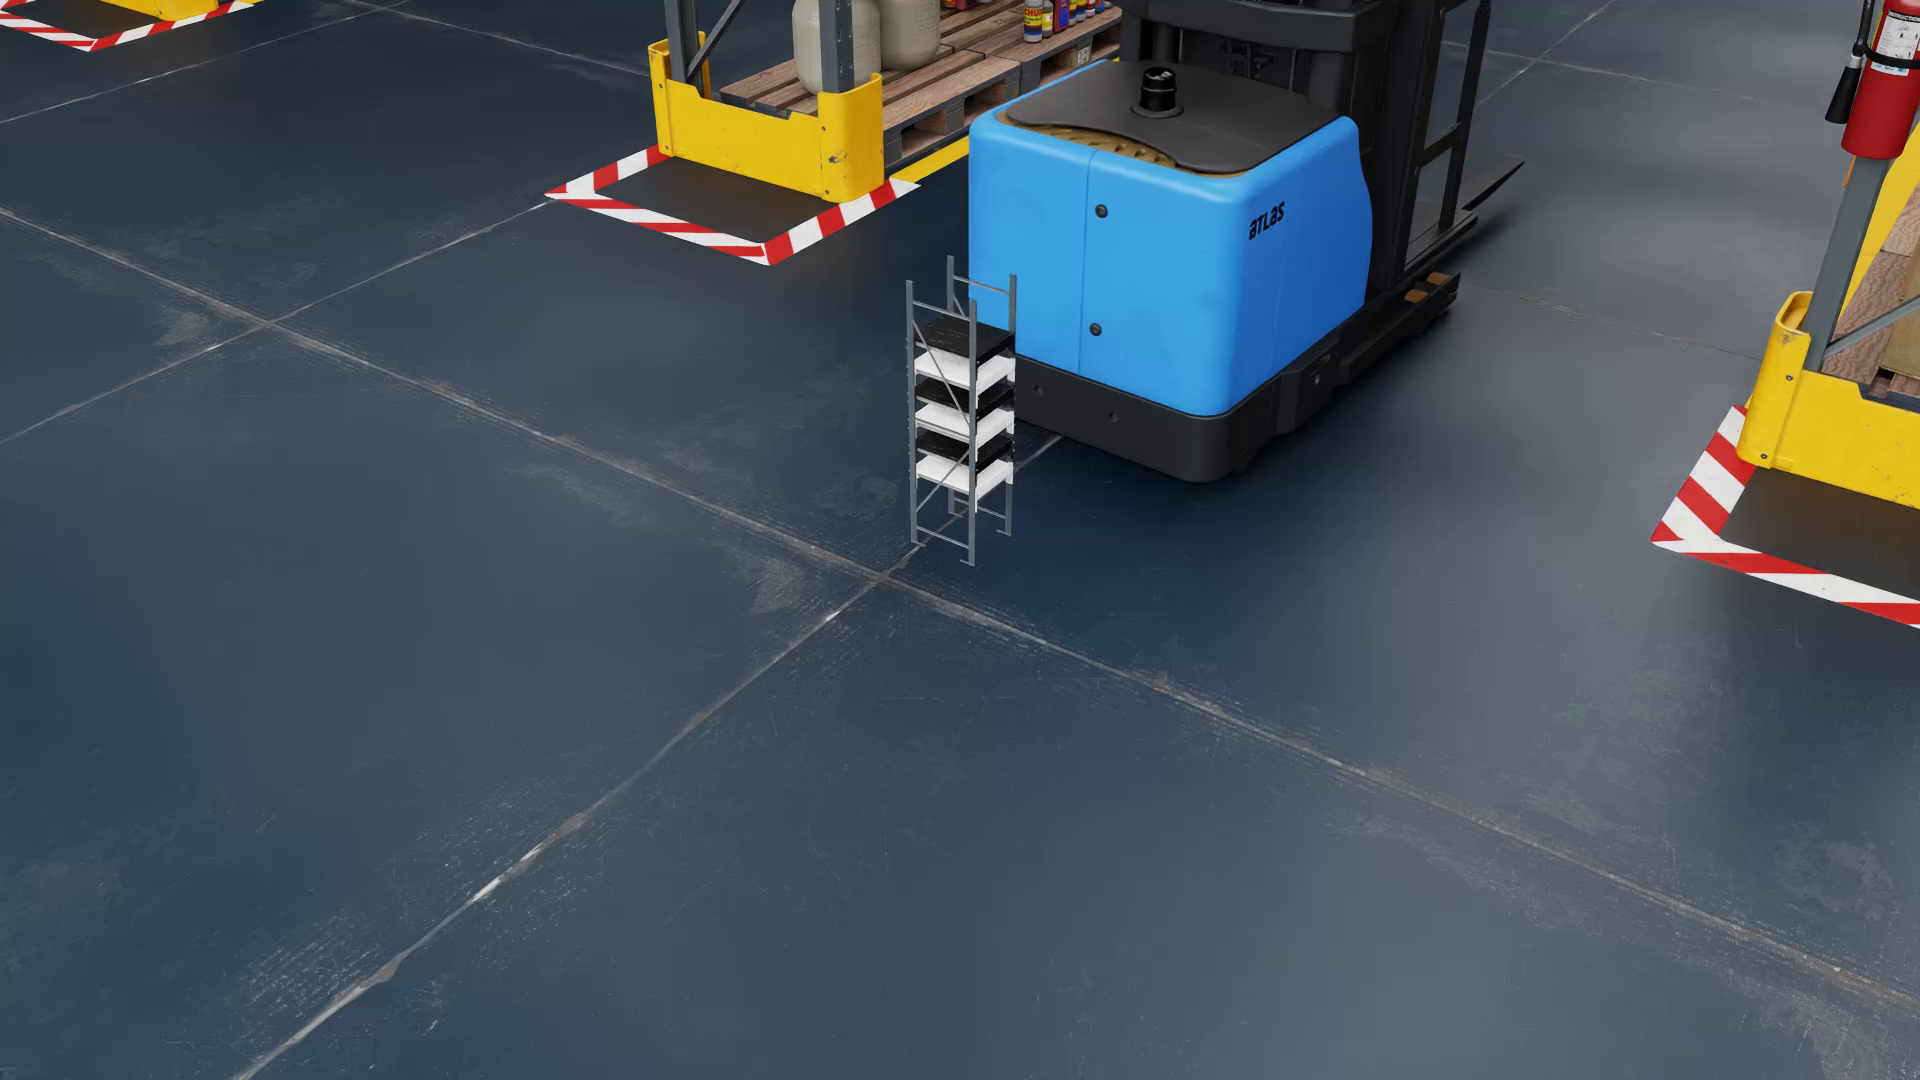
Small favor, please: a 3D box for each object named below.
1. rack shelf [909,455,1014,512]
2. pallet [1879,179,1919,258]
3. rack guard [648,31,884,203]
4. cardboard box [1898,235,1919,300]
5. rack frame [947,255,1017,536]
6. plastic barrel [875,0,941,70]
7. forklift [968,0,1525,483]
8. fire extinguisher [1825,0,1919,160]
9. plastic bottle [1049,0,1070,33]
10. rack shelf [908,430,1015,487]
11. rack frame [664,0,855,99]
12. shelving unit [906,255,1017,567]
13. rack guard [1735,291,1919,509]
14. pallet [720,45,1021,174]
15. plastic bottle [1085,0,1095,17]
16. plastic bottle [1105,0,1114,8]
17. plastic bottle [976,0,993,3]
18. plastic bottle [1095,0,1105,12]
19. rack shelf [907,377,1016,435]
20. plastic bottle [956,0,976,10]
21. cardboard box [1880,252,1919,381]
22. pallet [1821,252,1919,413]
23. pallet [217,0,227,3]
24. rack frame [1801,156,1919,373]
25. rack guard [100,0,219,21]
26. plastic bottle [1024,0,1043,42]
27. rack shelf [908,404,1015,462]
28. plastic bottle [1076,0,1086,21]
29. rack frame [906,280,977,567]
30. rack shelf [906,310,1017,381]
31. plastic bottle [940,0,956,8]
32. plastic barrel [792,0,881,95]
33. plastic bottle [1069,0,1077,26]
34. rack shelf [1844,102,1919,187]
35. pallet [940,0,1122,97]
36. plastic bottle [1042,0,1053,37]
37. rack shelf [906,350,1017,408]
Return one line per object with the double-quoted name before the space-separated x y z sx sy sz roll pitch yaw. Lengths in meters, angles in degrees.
"rack shelf" 0.005 -0.200 5.123 0.258 0.077 0.200 21 39 28
"pallet" 4.394 -1.182 6.809 1.003 0.211 1.213 21 39 28
"rack guard" -0.902 -1.977 7.727 1.175 0.500 0.348 21 39 28
"cardboard box" 3.845 -1.087 6.036 0.500 0.500 0.500 -25 41 -32
"rack frame" 0.063 -0.423 5.073 0.240 0.900 0.006 21 39 28
"plastic barrel" -0.308 -2.664 8.357 0.421 0.512 0.421 0 34 0
"forklift" 1.311 -2.167 5.838 1.130 2.935 3.031 23 40 30
"fire extinguisher" 2.718 -1.443 4.775 0.296 0.674 0.183 21 39 28
"plastic bottle" 0.527 -2.852 8.822 0.061 0.283 0.133 22 40 29
"rack shelf" 0.005 -0.274 5.073 0.258 0.077 0.200 21 39 28
"rack frame" -0.907 -2.962 6.953 1.000 3.000 0.127 21 39 28
"shelving unit" 0.005 -0.376 5.003 0.258 0.900 0.210 21 39 28
"rack guard" 3.206 -0.380 5.365 1.175 0.500 0.348 21 39 28
"pallet" -0.434 -2.229 8.358 1.003 0.211 1.213 21 39 28
"plastic bottle" 0.692 -2.969 9.069 0.097 0.201 0.097 0 34 0
"plastic bottle" 0.809 -3.064 9.209 0.097 0.201 0.097 0 34 0
"plastic bottle" 0.139 -3.110 9.277 0.097 0.201 0.097 0 34 0
"plastic bottle" 0.751 -3.046 9.120 0.097 0.271 0.097 0 34 0
"rack shelf" 0.005 -0.423 4.972 0.258 0.077 0.200 21 39 28
"plastic bottle" 0.034 -3.078 9.156 0.061 0.283 0.133 21 39 28
"cardboard box" 3.532 -0.801 5.613 0.500 0.500 0.500 -29 43 -35
"pallet" 3.698 -0.623 5.982 1.003 0.211 1.213 21 39 28
"pallet" -4.572 -3.756 10.616 1.003 0.211 1.213 21 39 28
"rack frame" 3.162 -1.380 4.613 1.000 3.000 0.127 21 39 28
"rack guard" -4.987 -3.500 9.979 1.175 0.500 0.348 21 39 28
"plastic bottle" 0.383 -2.749 8.680 0.097 0.271 0.097 0 34 0
"rack shelf" 0.005 -0.349 5.022 0.258 0.077 0.200 21 39 28
"plastic bottle" 0.636 -2.953 8.982 0.097 0.271 0.097 0 34 0
"rack frame" -0.053 -0.330 4.934 0.240 0.900 0.006 21 39 28
"rack shelf" 0.005 -0.573 4.871 0.258 0.077 0.200 21 39 28
"plastic bottle" -0.053 -3.109 9.208 0.152 0.276 0.135 22 40 29
"plastic barrel" -0.594 -2.433 8.016 0.421 0.512 0.421 0 34 0
"plastic bottle" 0.579 -2.907 8.914 0.097 0.271 0.097 0 34 0
"rack shelf" 4.303 -2.003 6.176 1.077 0.370 4.000 21 39 28
"pallet" 0.262 -2.788 9.185 1.003 0.211 1.213 21 39 28
"plastic bottle" 0.442 -2.768 8.770 0.097 0.201 0.097 0 34 0
"rack shelf" 0.005 -0.498 4.921 0.258 0.077 0.200 21 39 28
